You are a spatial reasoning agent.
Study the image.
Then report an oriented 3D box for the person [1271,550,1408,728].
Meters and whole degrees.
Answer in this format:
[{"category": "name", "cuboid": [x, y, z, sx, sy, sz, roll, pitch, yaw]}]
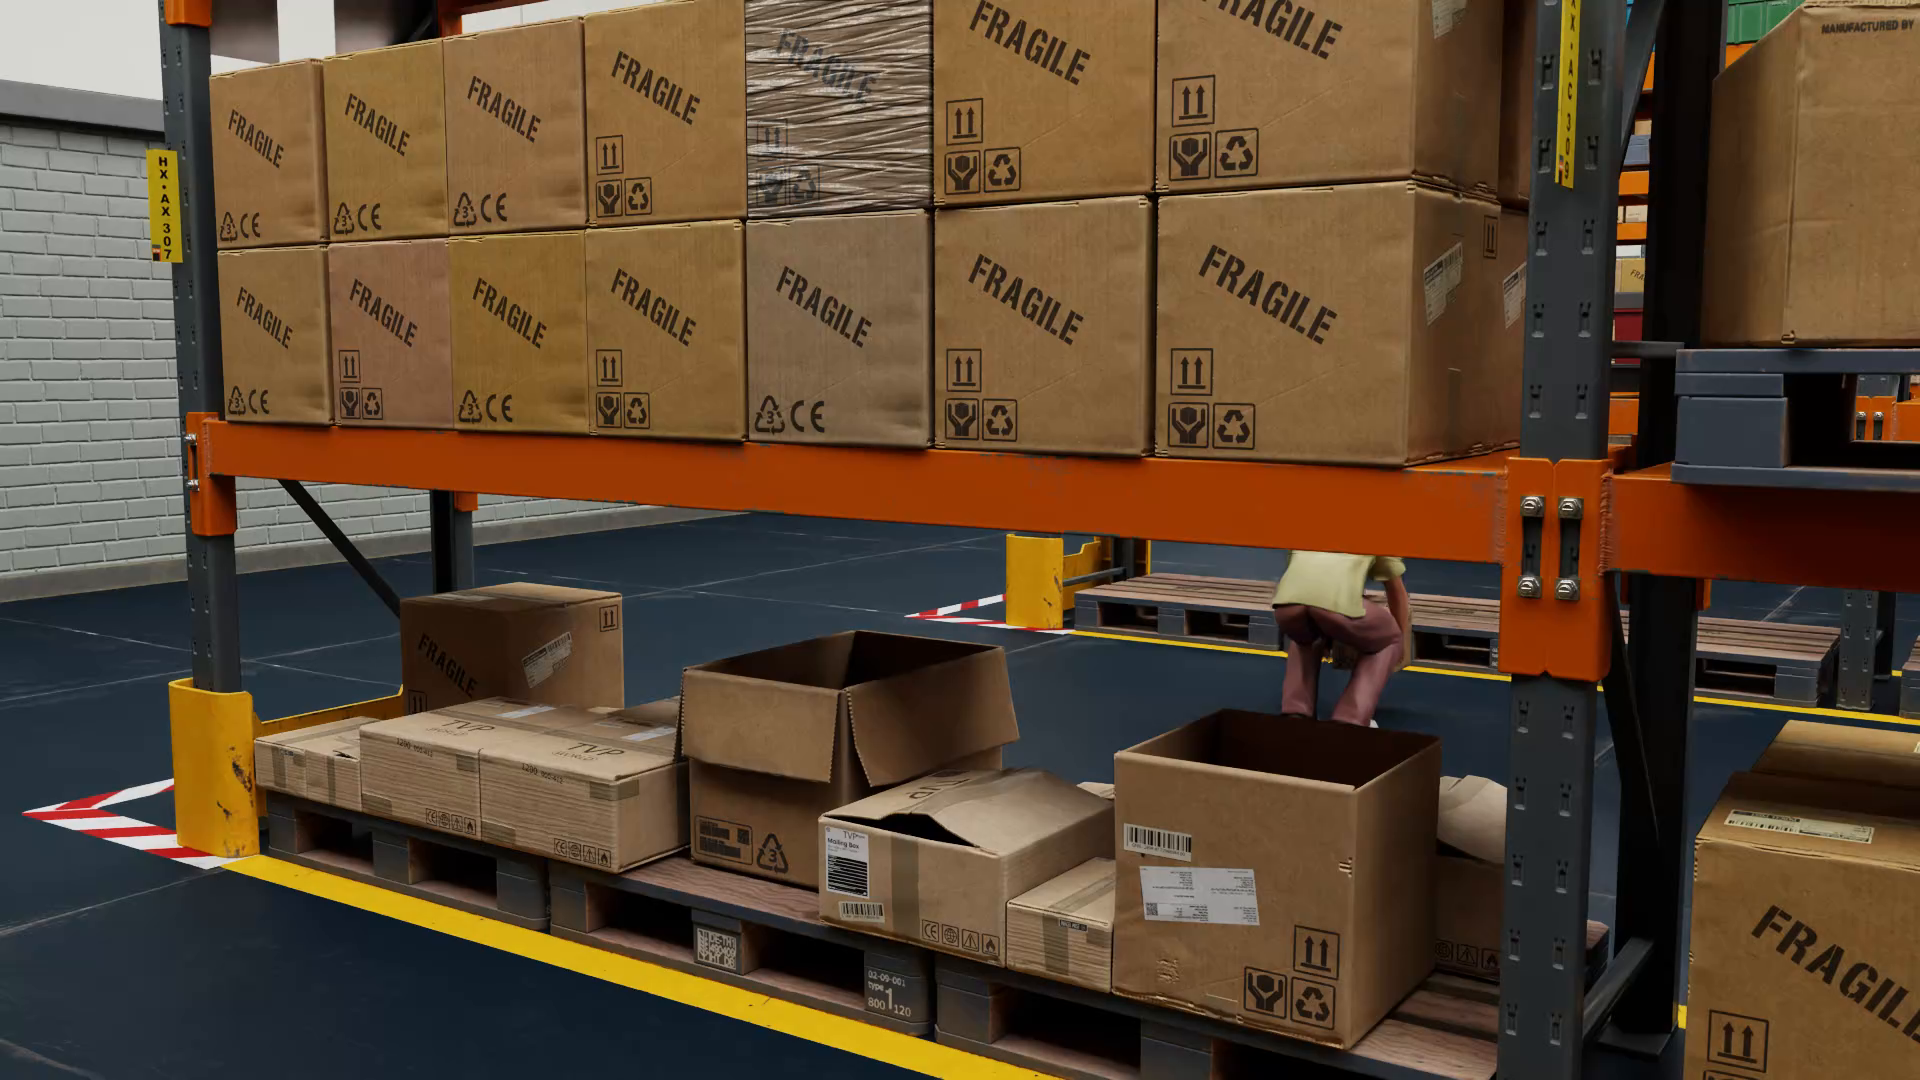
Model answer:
[{"category": "person", "cuboid": [1.483, 0.318, 6.624, 0.495, 0.901, 0.764, 4, 8, 33]}]
